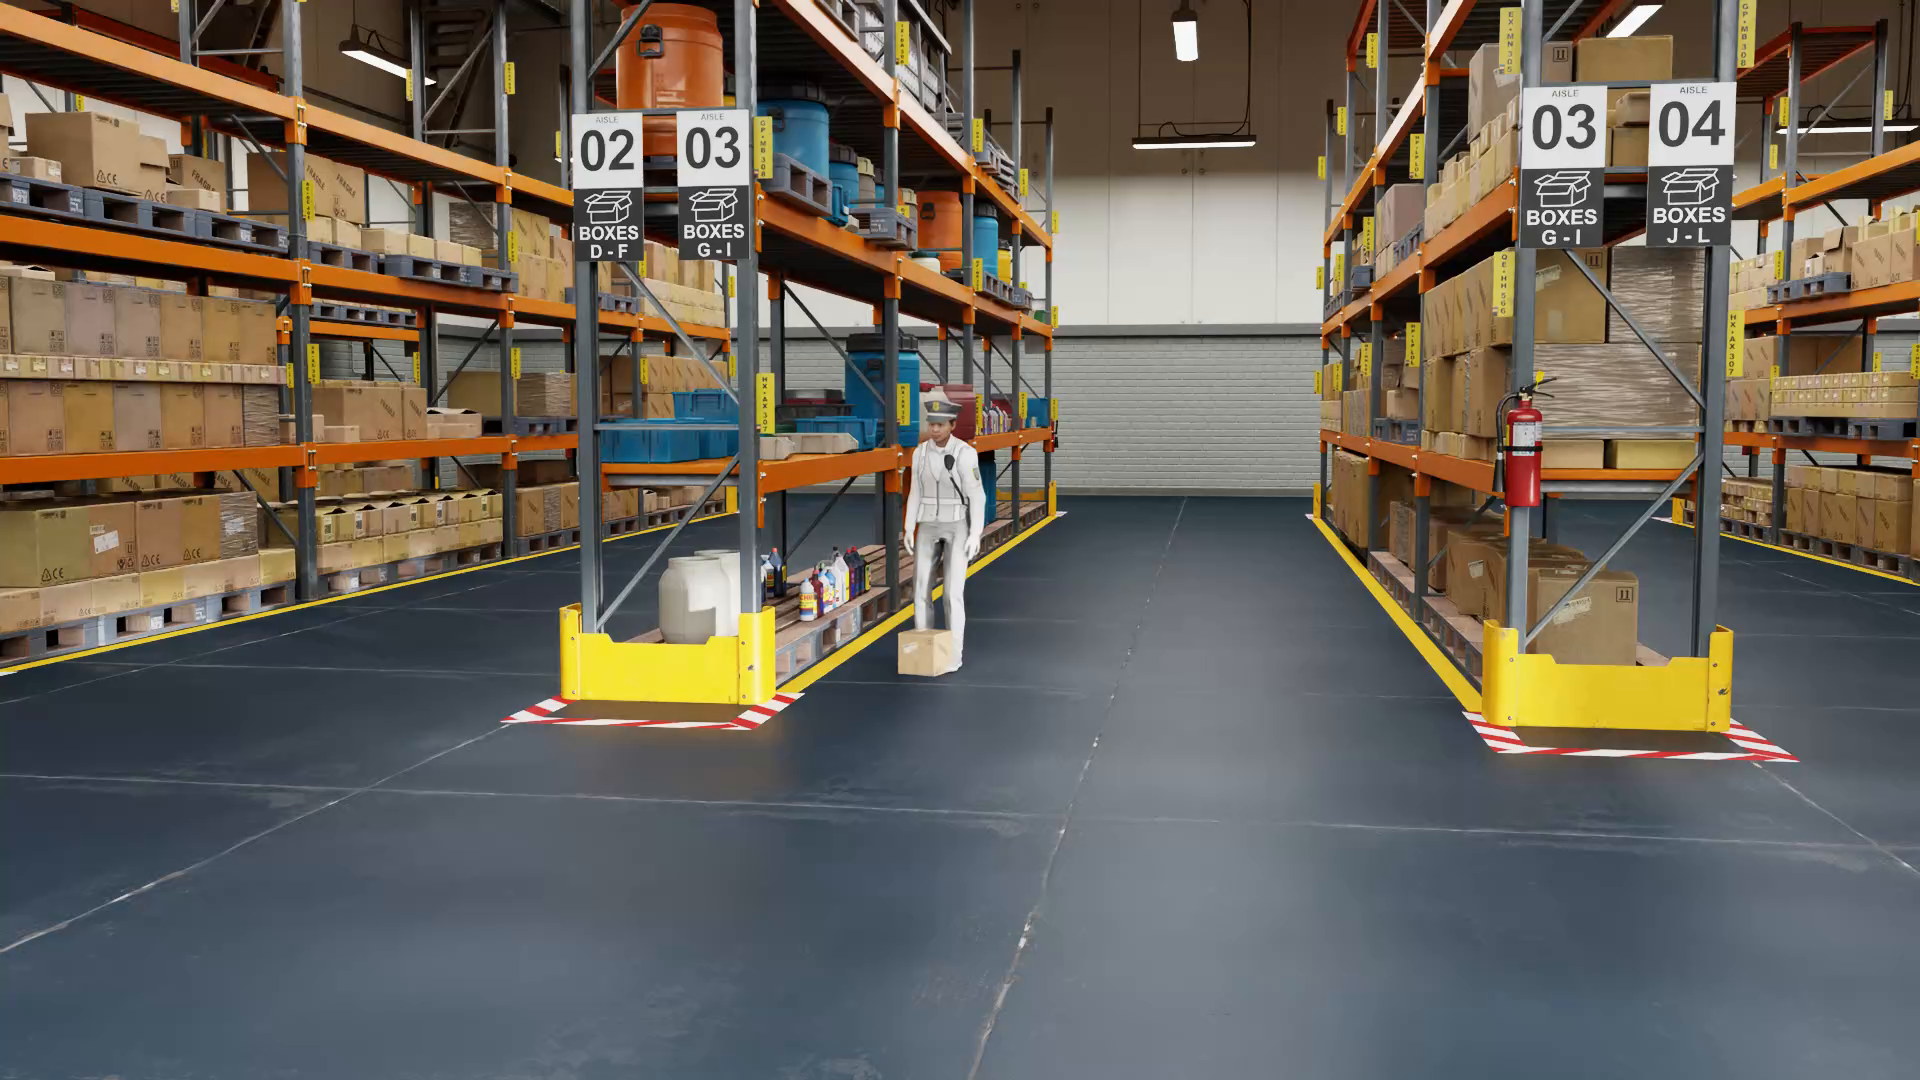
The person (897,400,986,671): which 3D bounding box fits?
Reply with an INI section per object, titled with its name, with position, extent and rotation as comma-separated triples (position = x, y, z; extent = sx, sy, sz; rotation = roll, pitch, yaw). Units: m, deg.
[person]
position = -0.112, -0.034, 10.308
extent = 0.529, 1.662, 0.414
rotation = 2, 5, 25
